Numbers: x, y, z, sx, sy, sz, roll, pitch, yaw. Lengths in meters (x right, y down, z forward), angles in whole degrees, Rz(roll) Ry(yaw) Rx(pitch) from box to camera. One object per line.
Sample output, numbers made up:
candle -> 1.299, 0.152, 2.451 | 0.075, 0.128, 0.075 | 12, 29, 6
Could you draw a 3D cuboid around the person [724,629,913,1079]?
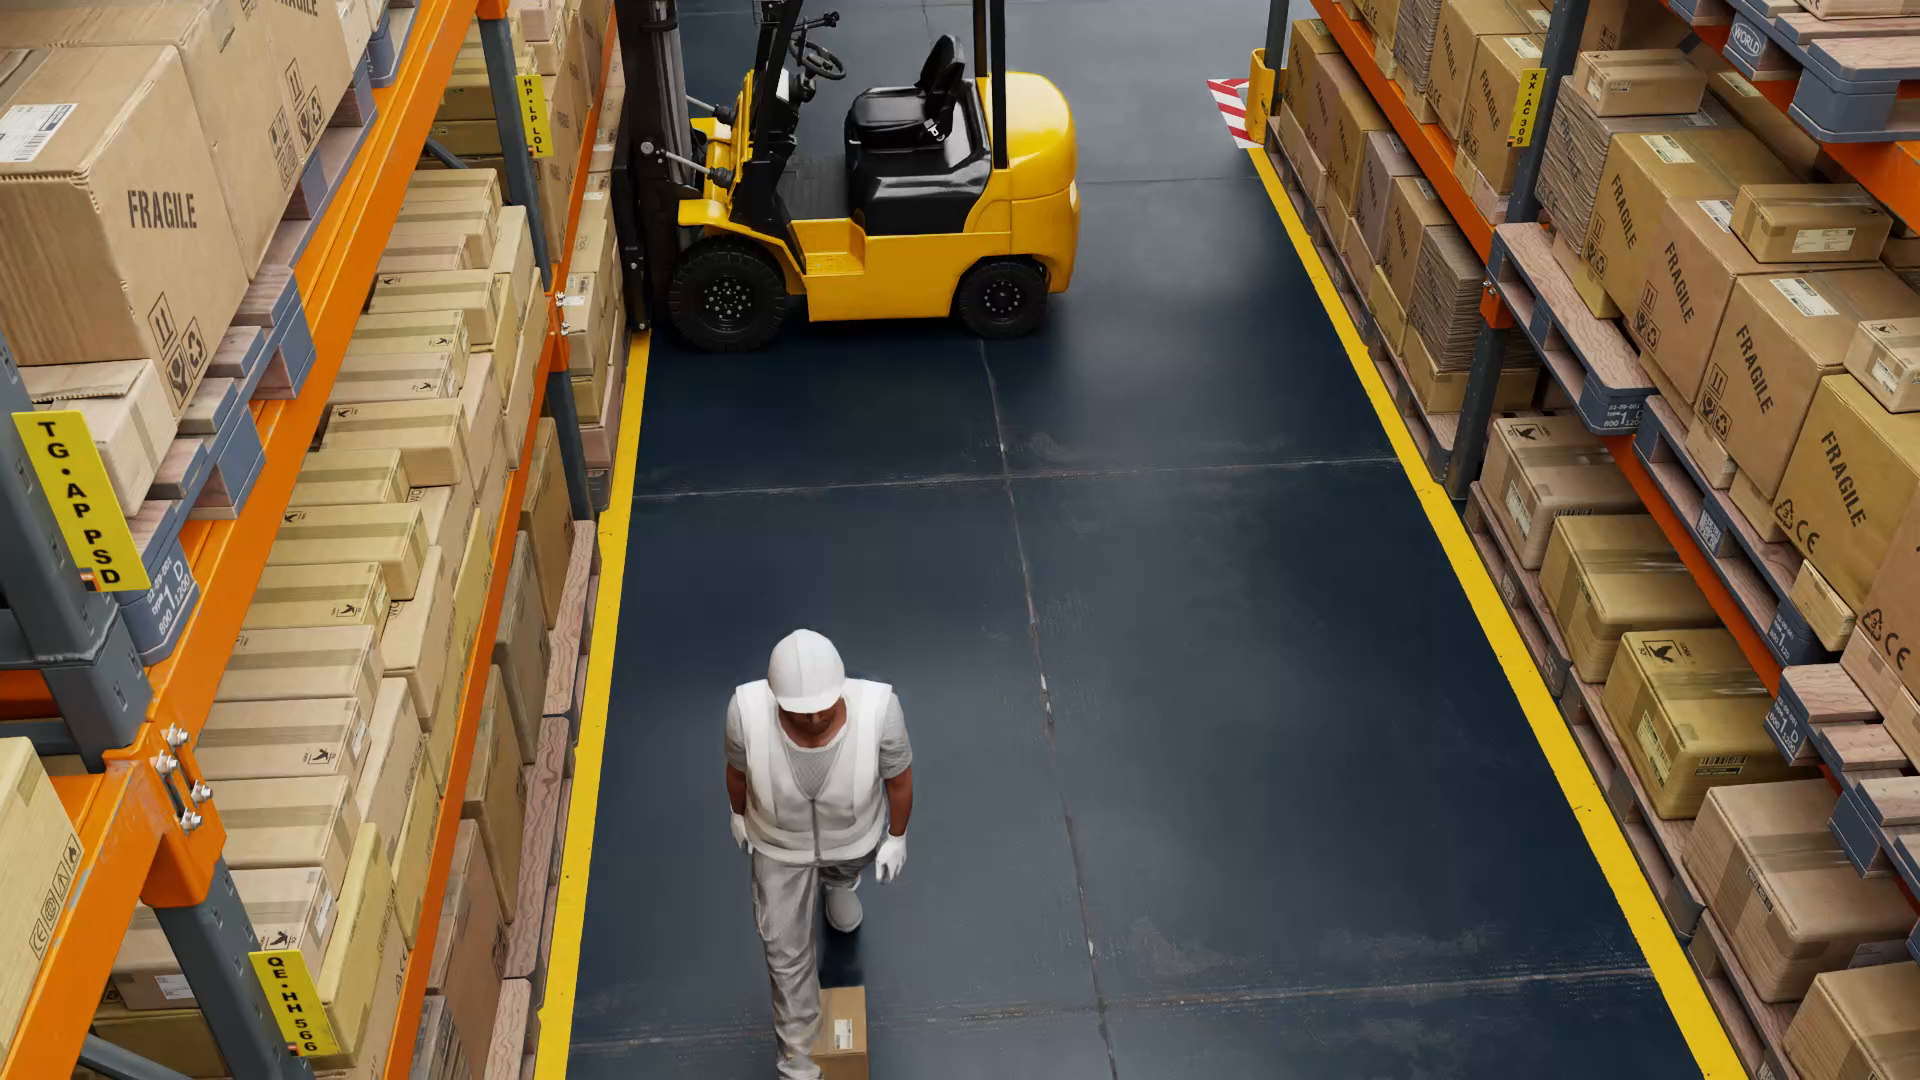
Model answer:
person -> -0.415, 0.903, 5.038 | 0.565, 1.706, 1.129 | -5, 39, -7
